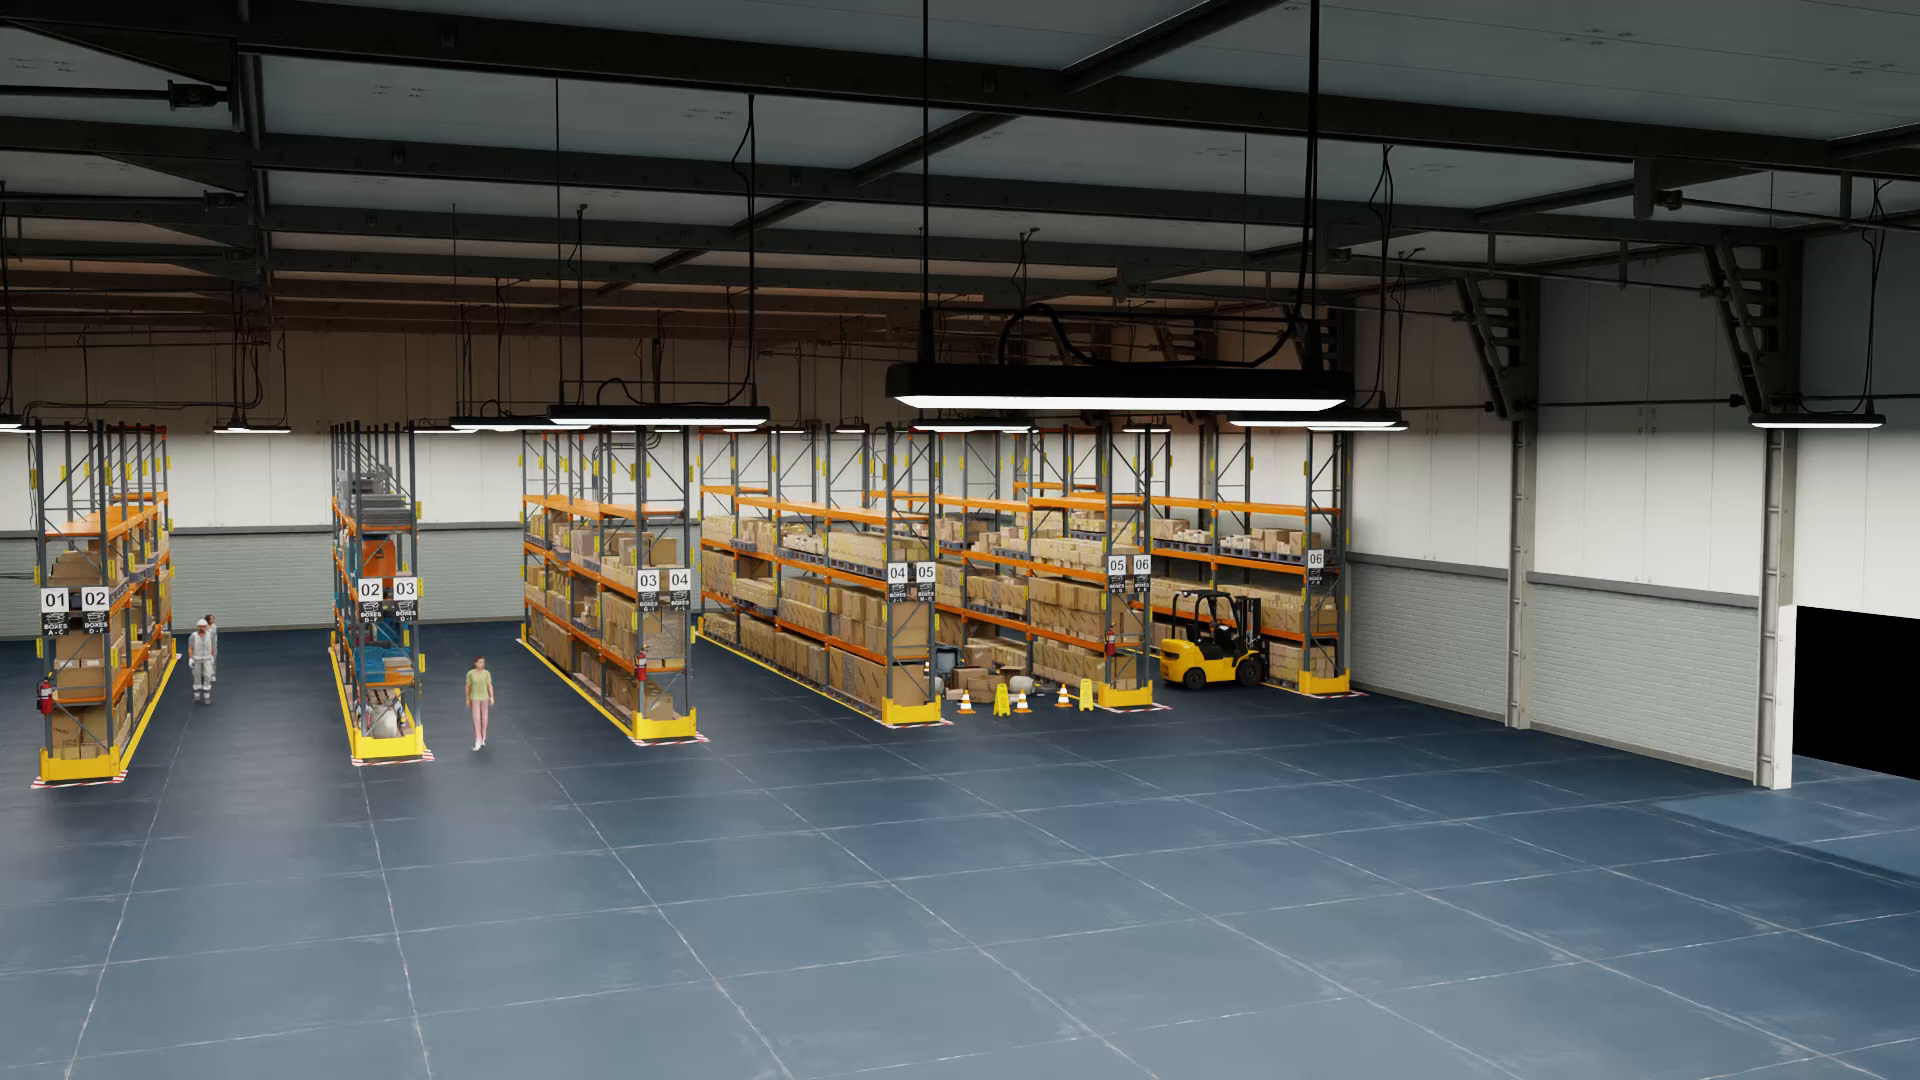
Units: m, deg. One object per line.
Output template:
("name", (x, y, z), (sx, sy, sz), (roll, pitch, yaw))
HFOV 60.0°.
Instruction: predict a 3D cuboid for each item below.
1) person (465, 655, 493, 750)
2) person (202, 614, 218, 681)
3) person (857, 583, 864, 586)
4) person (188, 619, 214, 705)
("person", (-8.807, 3.015, 30.595), (0.466, 1.600, 0.699), (-2, 4, -29))
("person", (-17.579, 2.496, 38.898), (0.382, 1.543, 0.917), (-2, 4, -28))
("person", (-2.712, 1.947, 44.556), (0.581, 1.681, 0.646), (-2, 4, -27))
("person", (-16.291, 2.606, 35.704), (0.563, 1.810, 0.676), (-2, 4, -34))
